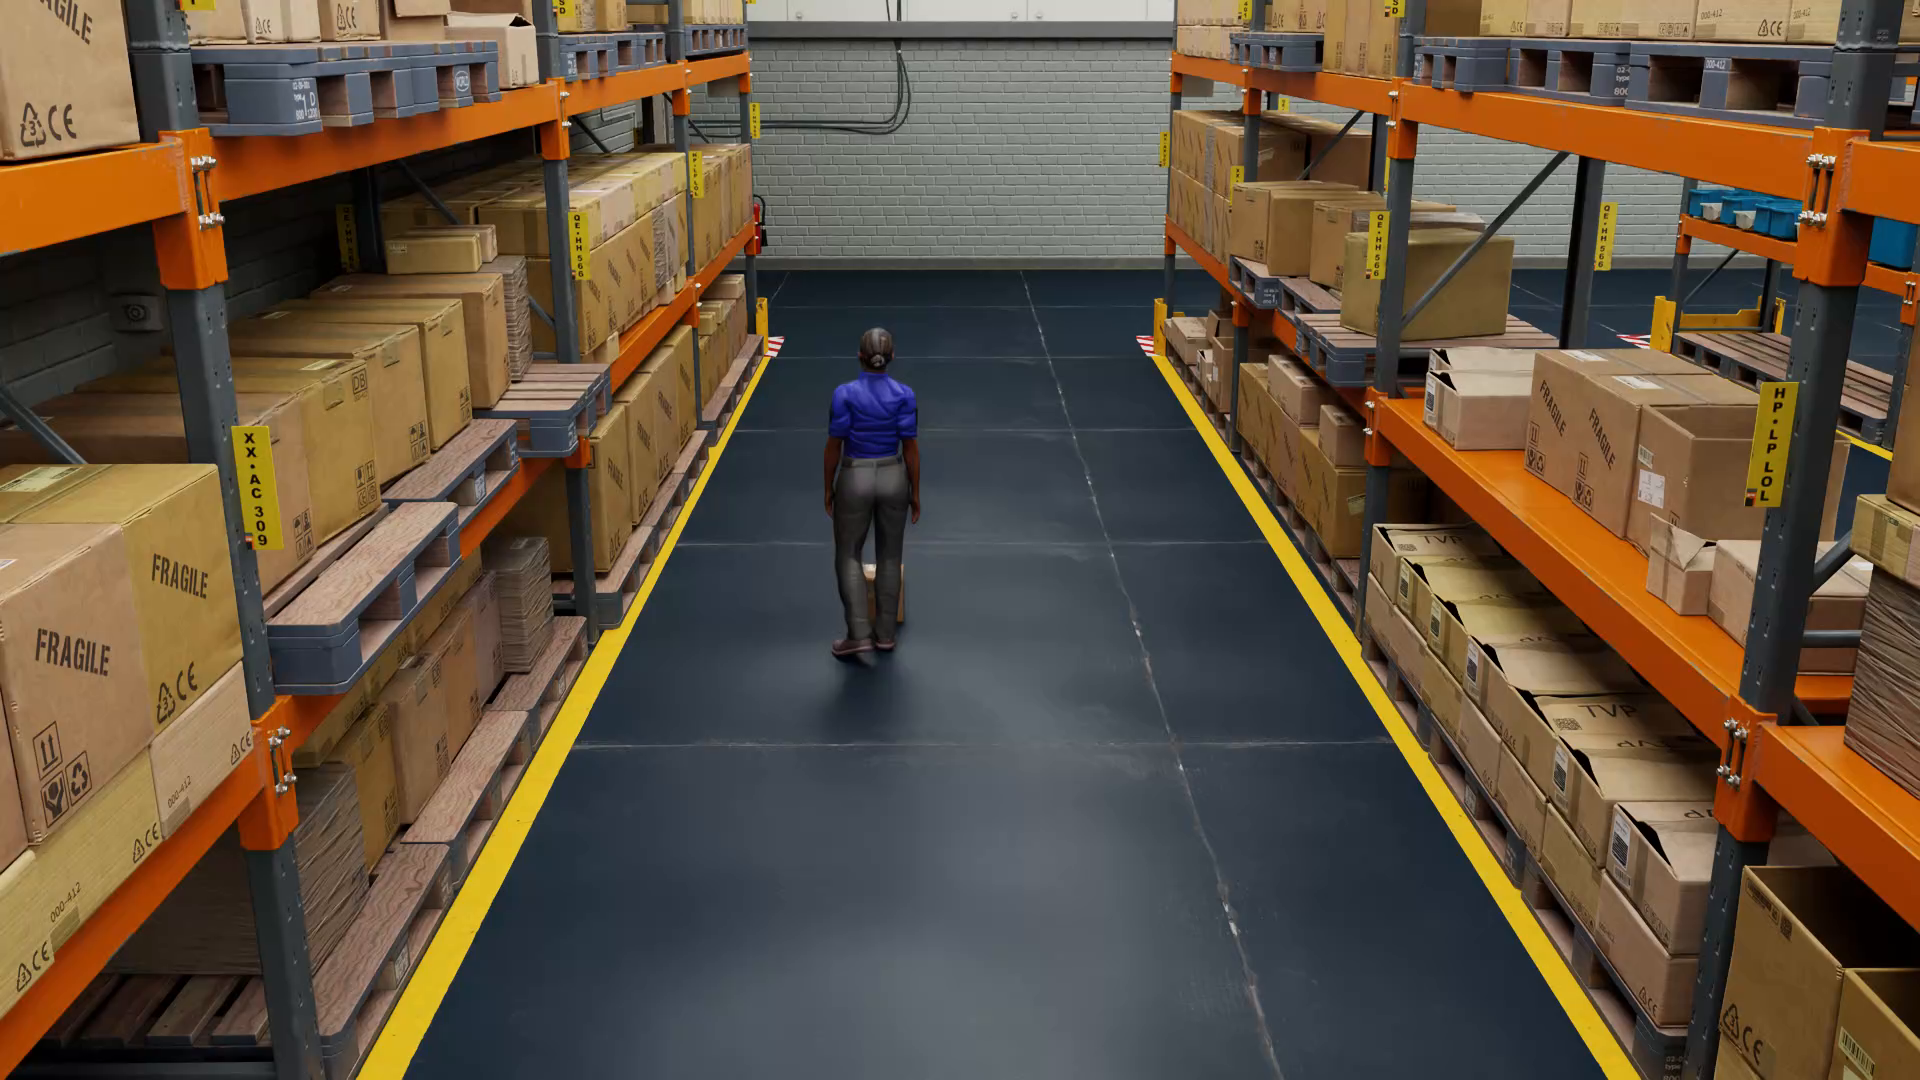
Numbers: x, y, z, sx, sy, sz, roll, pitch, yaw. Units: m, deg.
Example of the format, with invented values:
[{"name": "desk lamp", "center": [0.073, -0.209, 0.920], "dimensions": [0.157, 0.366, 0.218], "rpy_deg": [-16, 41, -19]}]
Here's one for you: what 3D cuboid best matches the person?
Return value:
[{"name": "person", "center": [-0.433, -0.235, 8.280], "dimensions": [0.476, 1.660, 0.455], "rpy_deg": [-3, 18, -10]}]
